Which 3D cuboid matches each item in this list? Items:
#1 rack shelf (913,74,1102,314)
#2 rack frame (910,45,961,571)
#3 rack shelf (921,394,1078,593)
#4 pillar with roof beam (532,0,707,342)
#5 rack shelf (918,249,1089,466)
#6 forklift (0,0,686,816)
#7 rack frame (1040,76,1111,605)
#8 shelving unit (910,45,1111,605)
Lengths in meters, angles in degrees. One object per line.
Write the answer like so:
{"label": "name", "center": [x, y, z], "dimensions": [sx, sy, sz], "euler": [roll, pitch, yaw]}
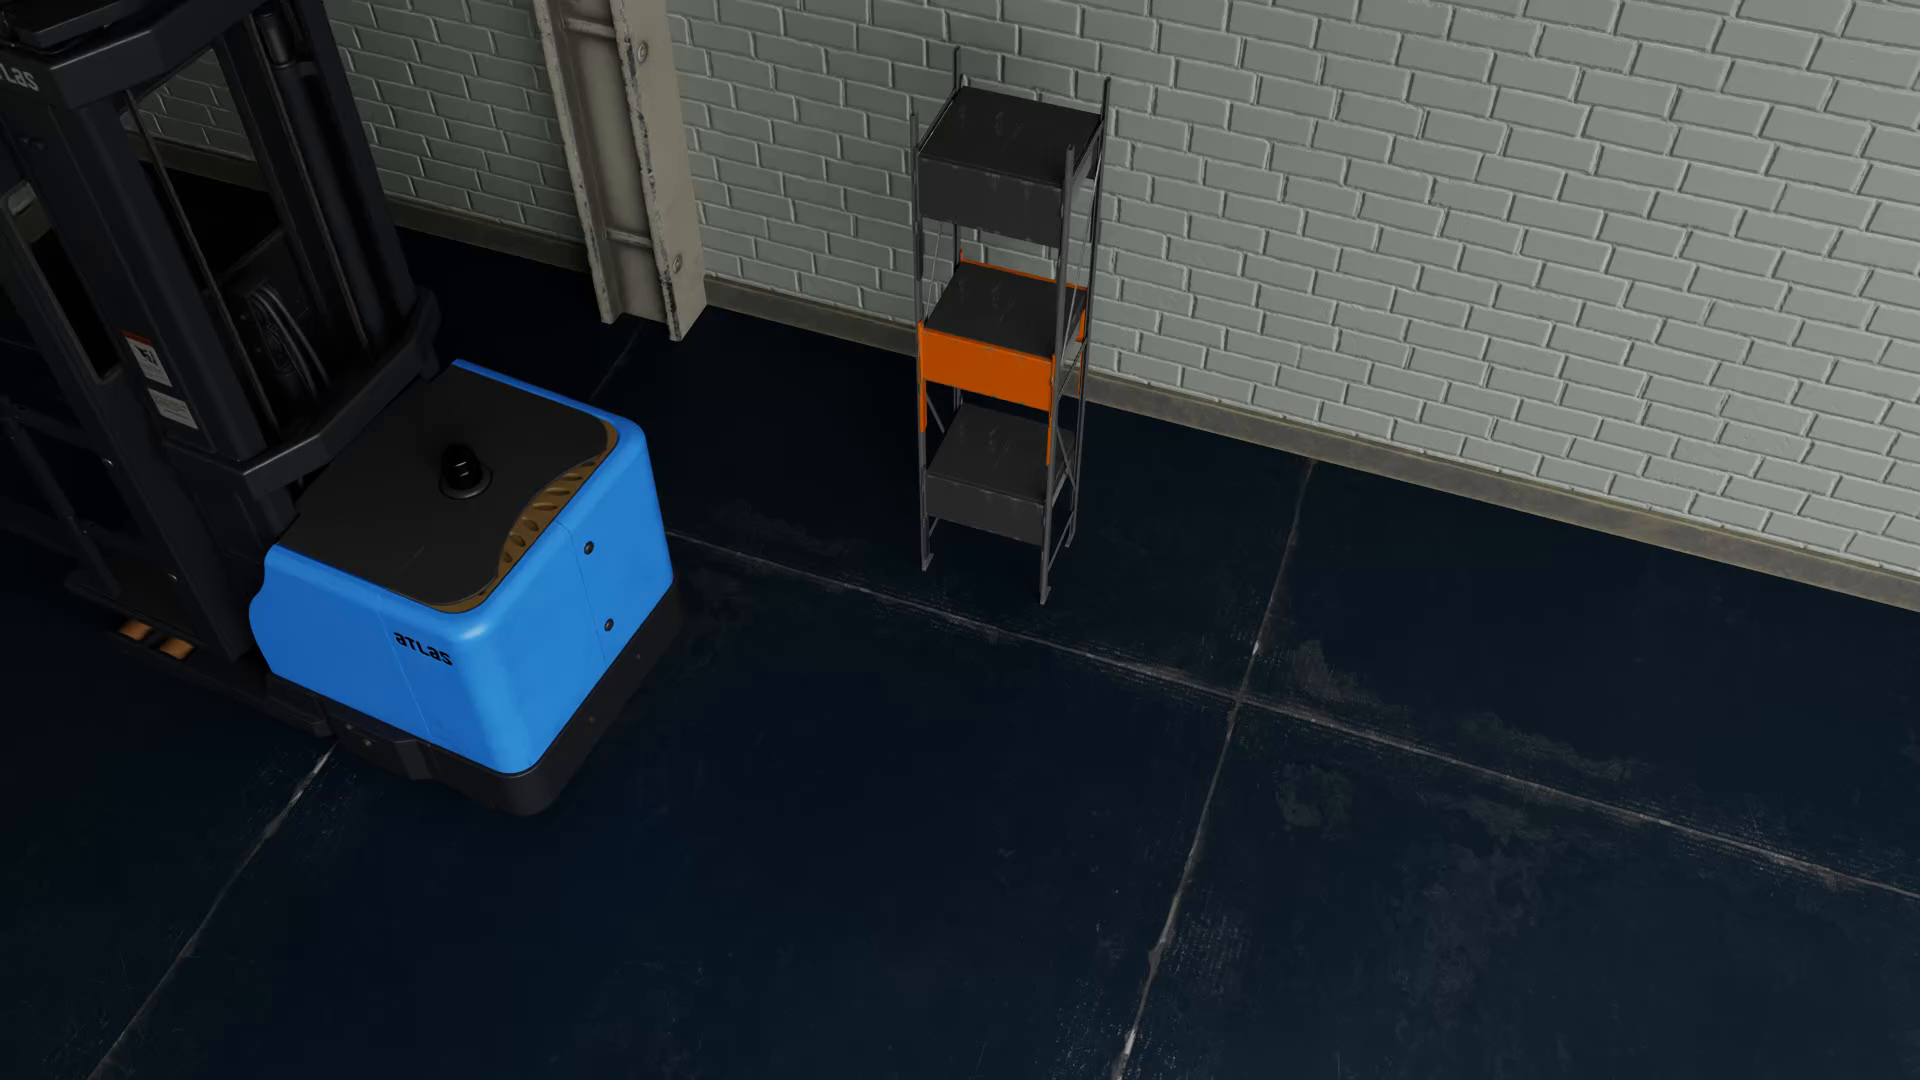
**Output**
{"label": "rack shelf", "center": [0.155, -1.094, 5.267], "dimensions": [0.480, 0.518, 0.431], "euler": [16, 51, 13]}
{"label": "rack frame", "center": [-0.074, -0.708, 5.841], "dimensions": [0.015, 2.100, 0.400], "euler": [16, 51, 13]}
{"label": "rack shelf", "center": [0.155, -0.177, 6.325], "dimensions": [0.480, 0.518, 0.431], "euler": [16, 51, 13]}
{"label": "pillar with roof beam", "center": [-2.868, -0.935, 1.472], "dimensions": [0.400, 9.000, 9.100], "euler": [16, 51, 13]}
{"label": "rack shelf", "center": [0.155, -0.635, 5.796], "dimensions": [0.480, 0.518, 0.431], "euler": [16, 51, 13]}
{"label": "forklift", "center": [-2.591, -0.788, 5.360], "dimensions": [3.031, 2.935, 1.130], "euler": [20, 52, 16]}
{"label": "rack frame", "center": [0.384, -0.580, 5.730], "dimensions": [0.015, 2.100, 0.400], "euler": [16, 51, 13]}
{"label": "shelving unit", "center": [0.155, -0.644, 5.786], "dimensions": [0.503, 2.100, 0.431], "euler": [16, 51, 13]}
